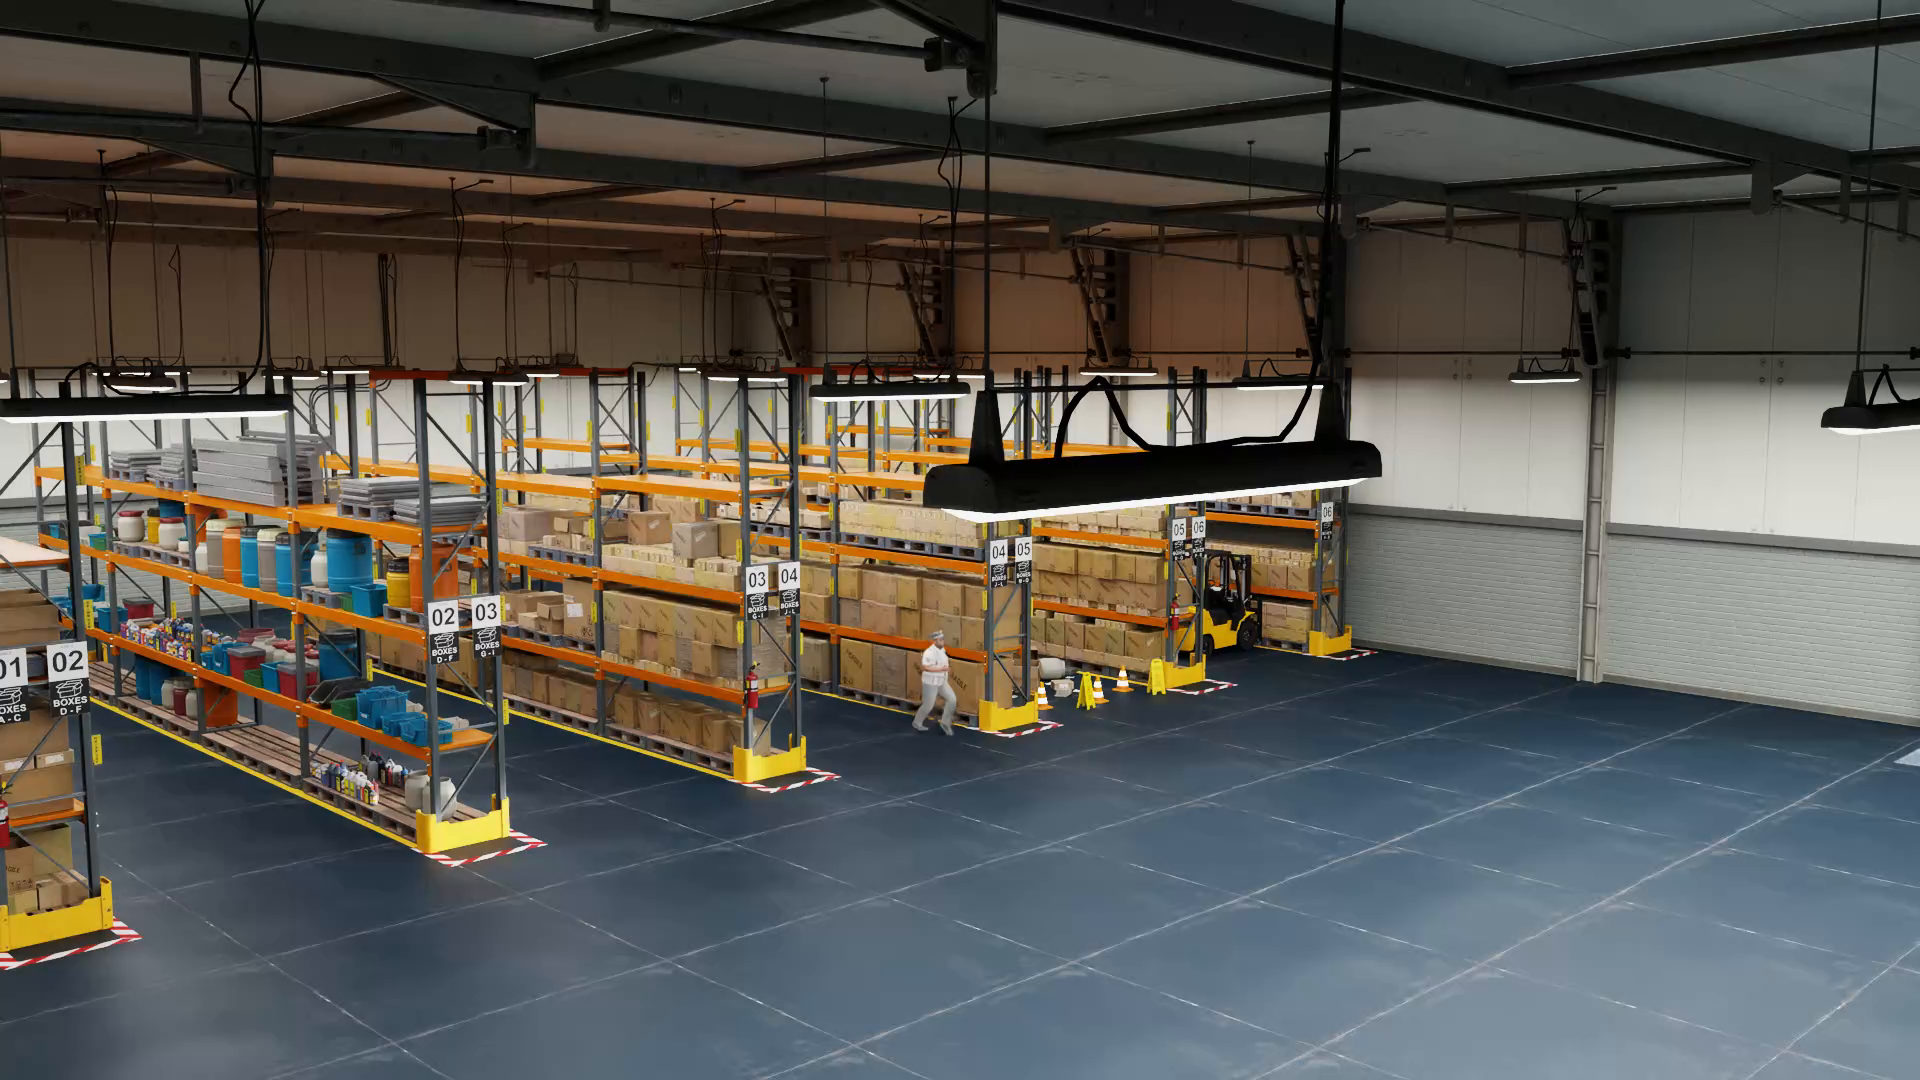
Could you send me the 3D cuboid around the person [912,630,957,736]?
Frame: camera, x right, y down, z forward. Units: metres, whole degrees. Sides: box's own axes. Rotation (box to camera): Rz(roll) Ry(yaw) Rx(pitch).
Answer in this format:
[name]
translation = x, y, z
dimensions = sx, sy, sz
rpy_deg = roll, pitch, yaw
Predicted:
[person]
translation = -0.424, 2.380, 27.504
dimensions = 0.841, 1.827, 0.676
rpy_deg = 5, 8, 36
